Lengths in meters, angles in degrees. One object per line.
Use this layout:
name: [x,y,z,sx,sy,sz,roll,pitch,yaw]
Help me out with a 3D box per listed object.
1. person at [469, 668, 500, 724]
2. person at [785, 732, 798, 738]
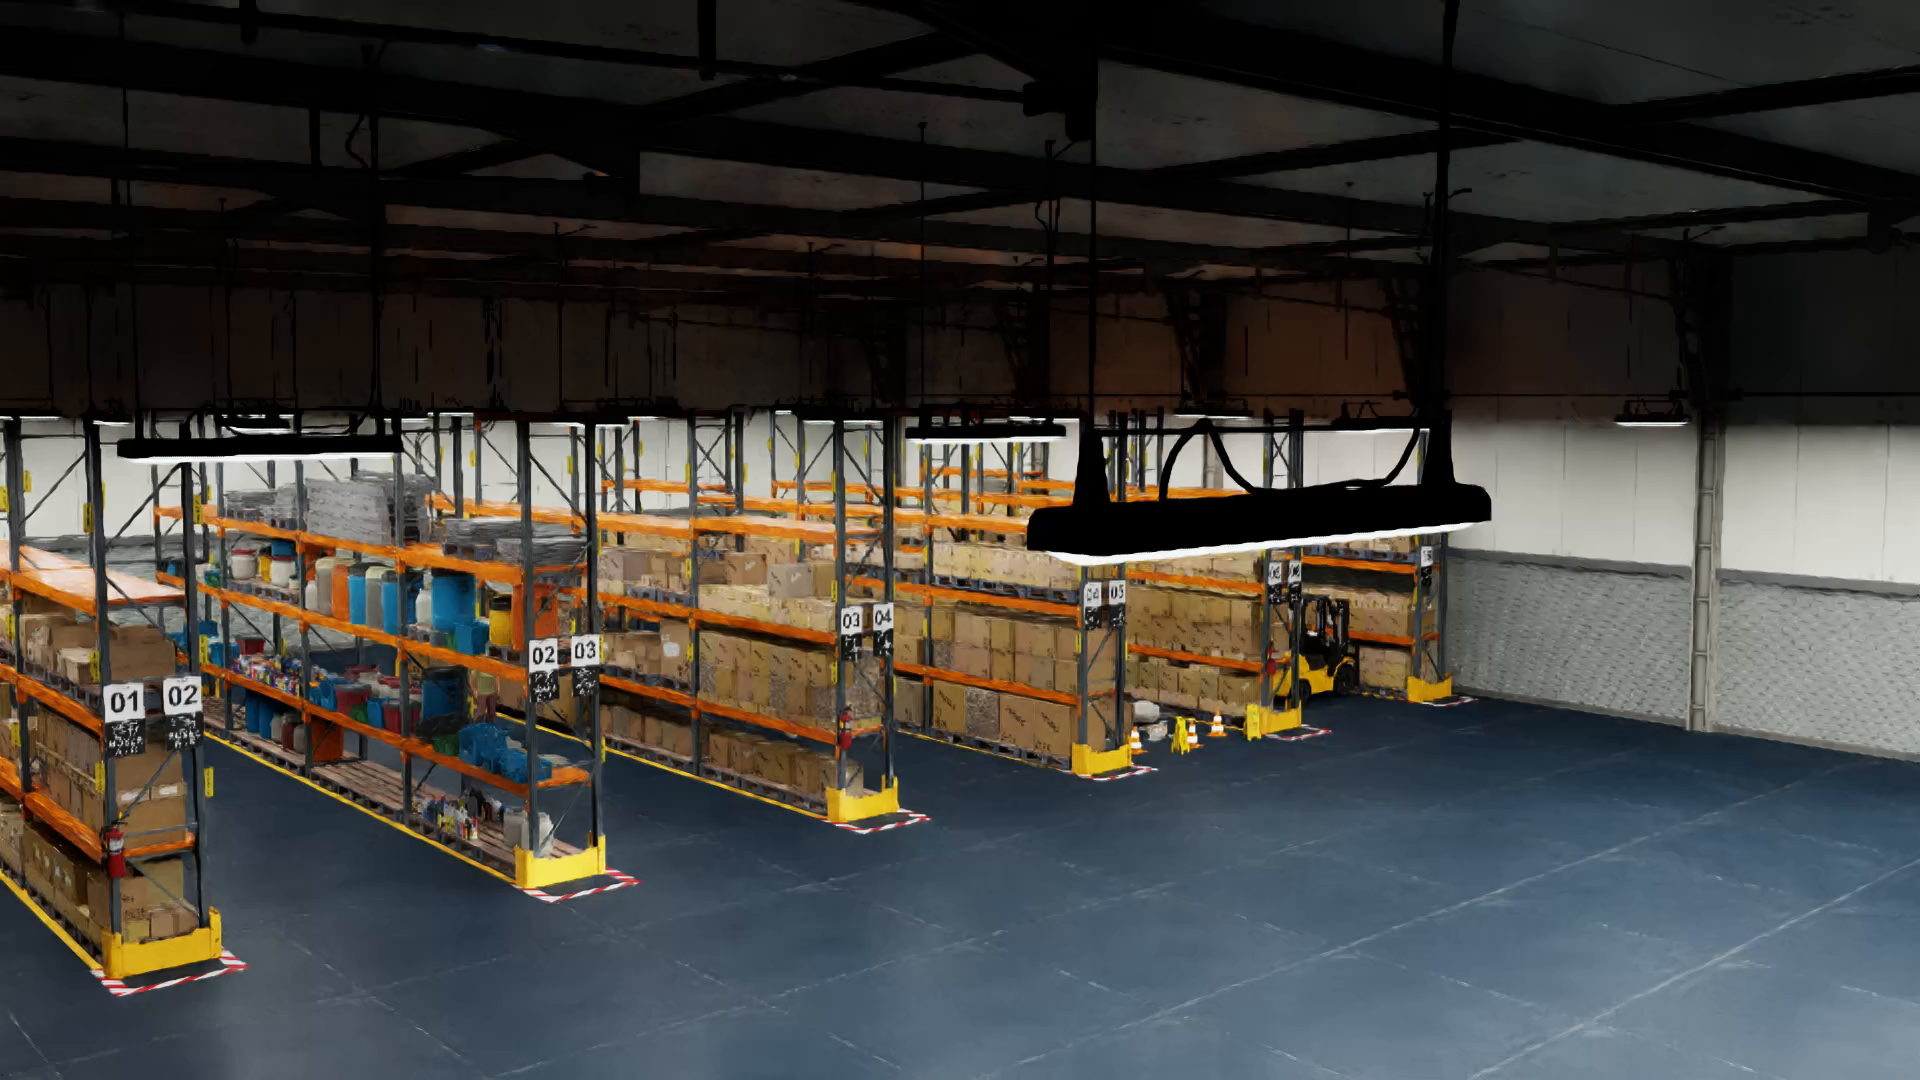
person: [-8.787,2.830,30.763,0.598,1.619,0.507,-5,7,-43]
person: [-2.760,2.805,30.231,0.601,1.694,1.186,-5,7,-43]
